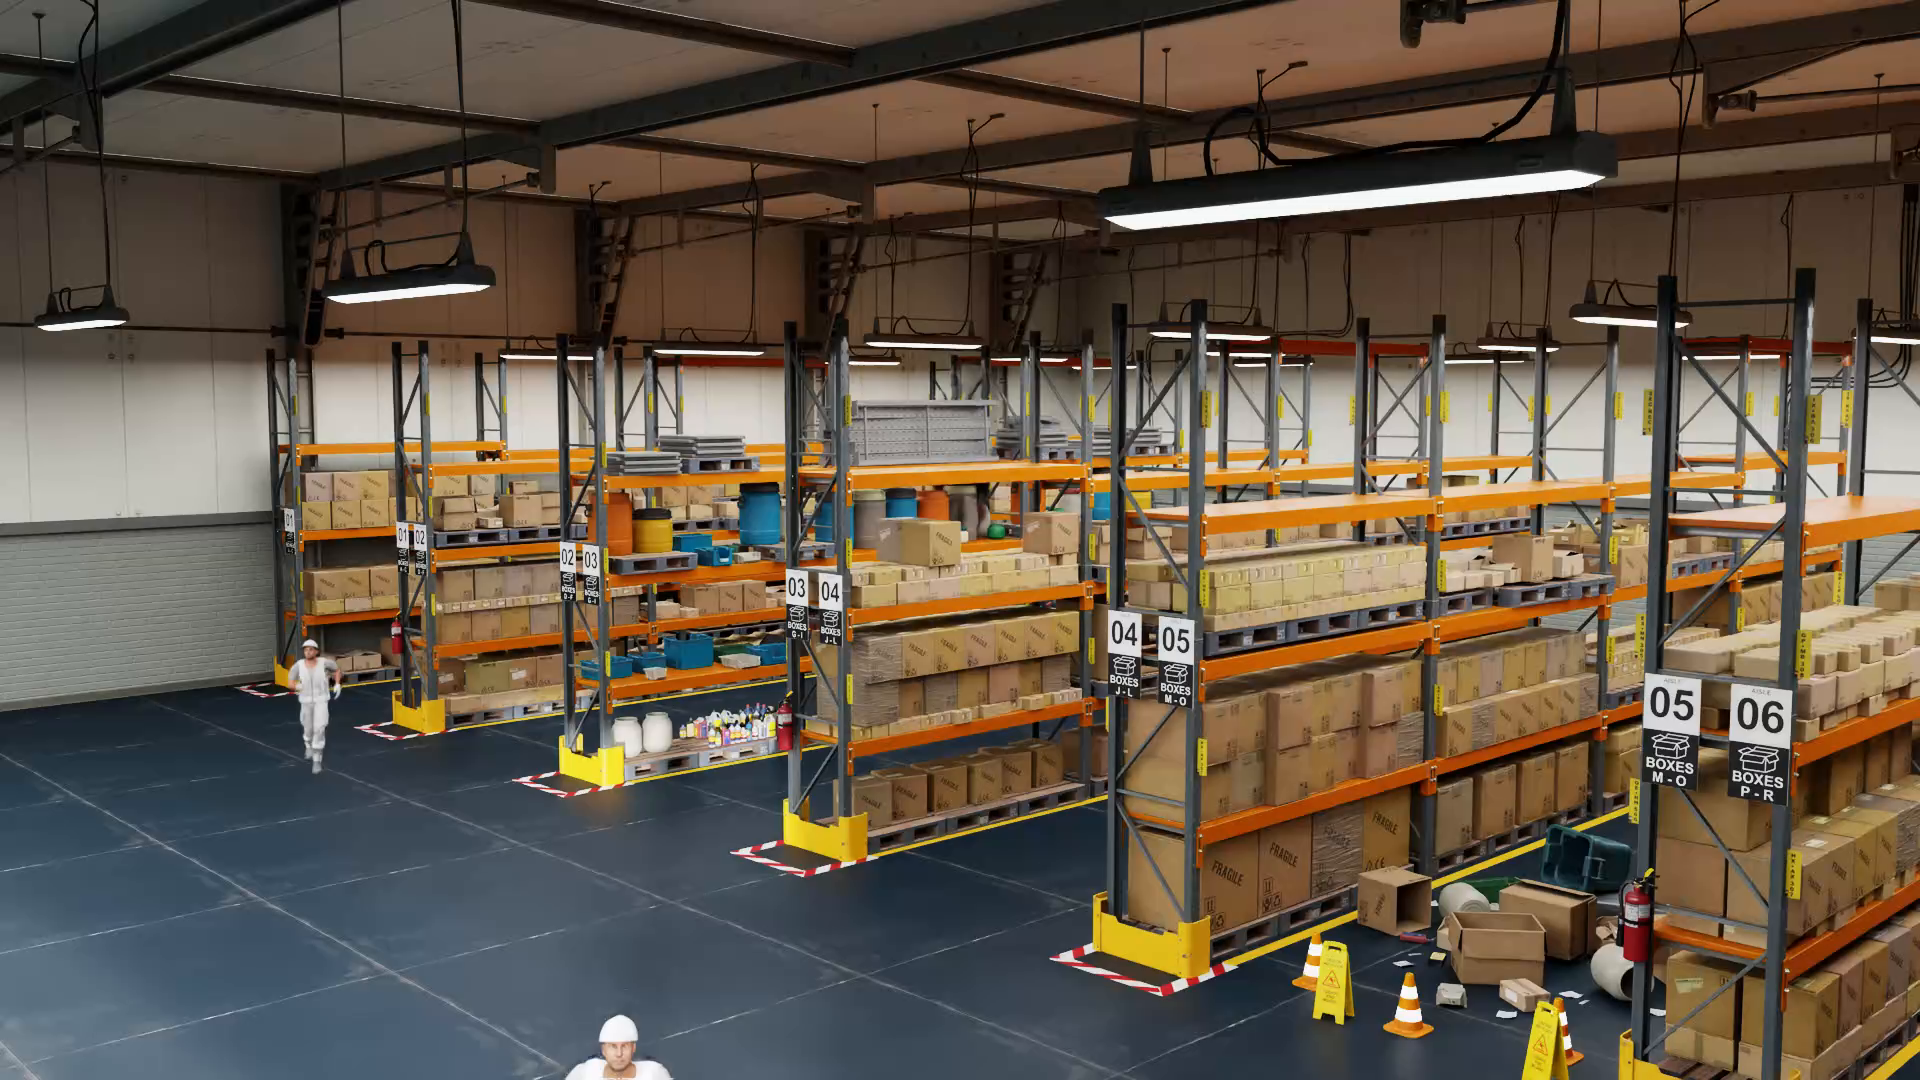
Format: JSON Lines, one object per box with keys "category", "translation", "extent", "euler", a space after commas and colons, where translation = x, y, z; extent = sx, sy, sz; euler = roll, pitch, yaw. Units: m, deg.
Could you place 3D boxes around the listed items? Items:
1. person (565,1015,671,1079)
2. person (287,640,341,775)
{"category": "person", "translation": [-1.860, 3.480, 9.123], "extent": [0.682, 1.791, 0.987], "euler": [-1, 5, -11]}
{"category": "person", "translation": [-8.962, 2.270, 23.099], "extent": [0.672, 1.816, 0.978], "euler": [-1, 5, -13]}
